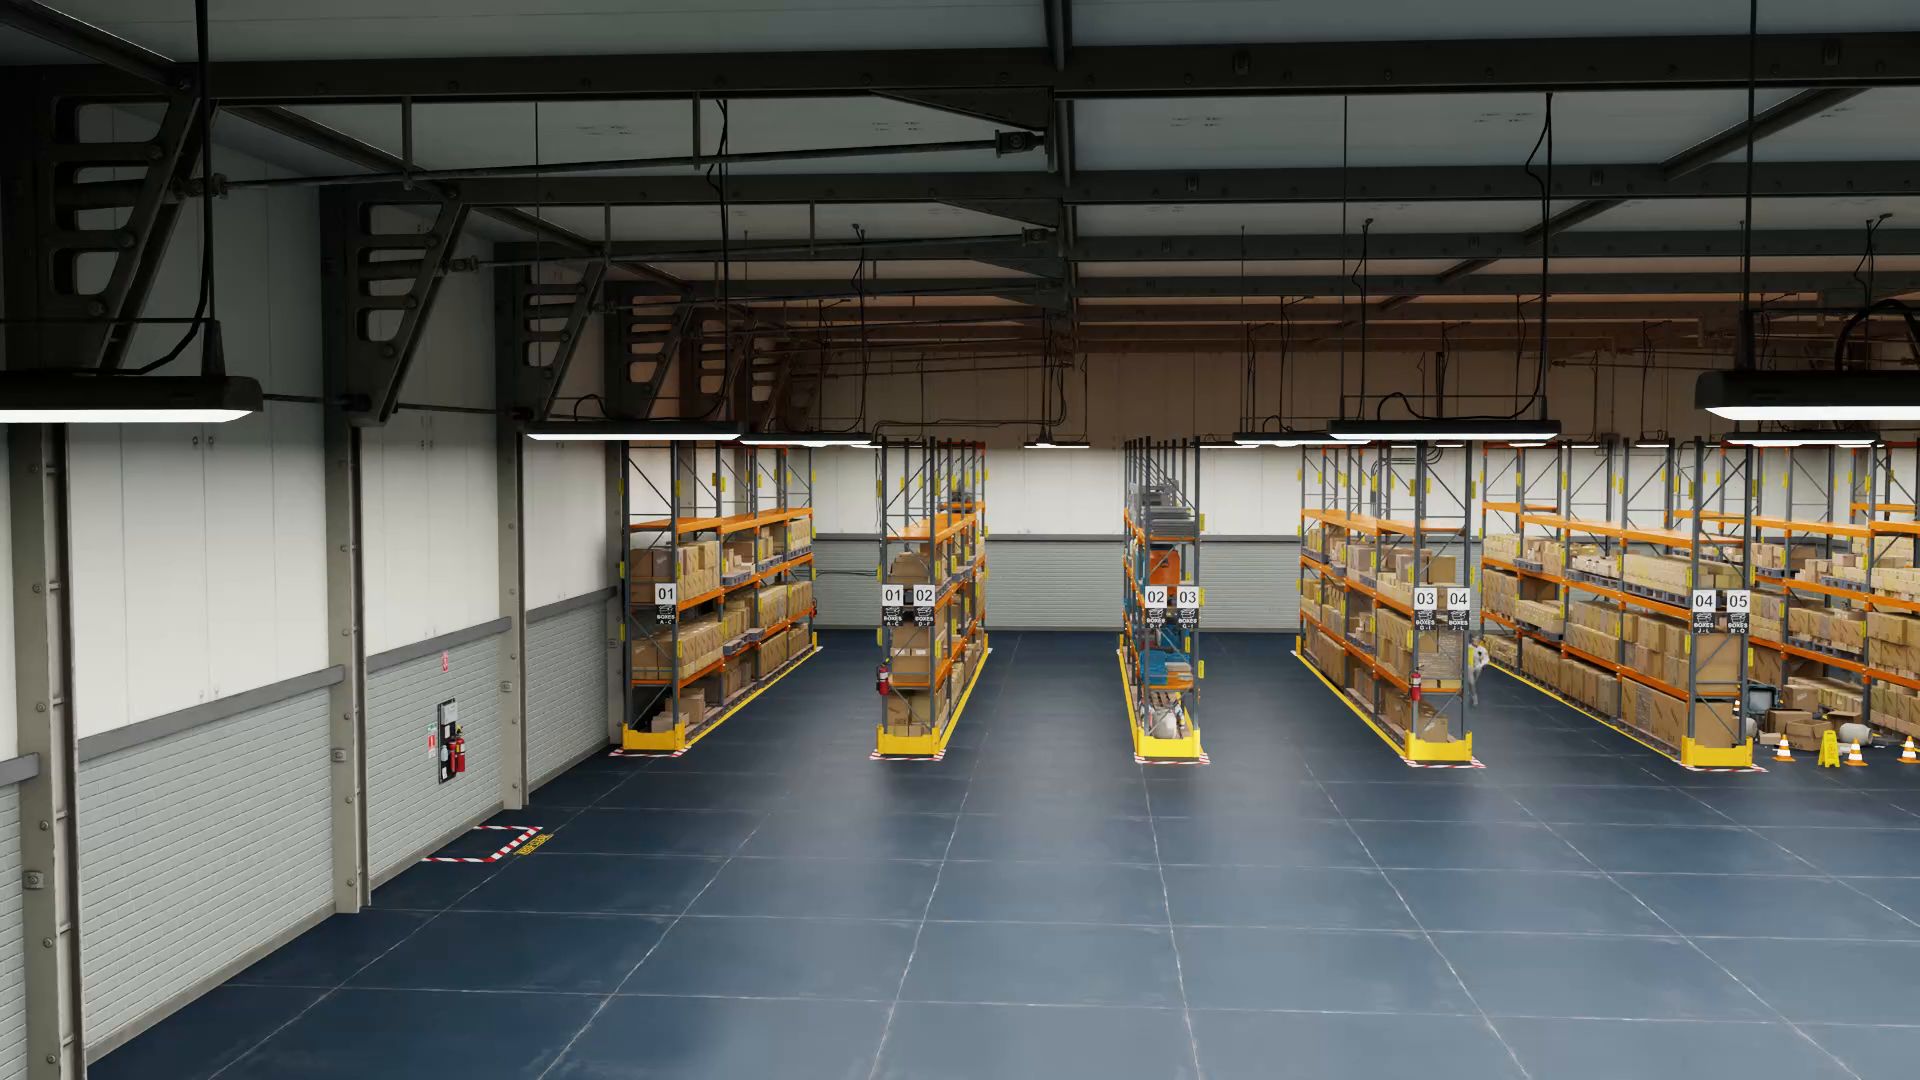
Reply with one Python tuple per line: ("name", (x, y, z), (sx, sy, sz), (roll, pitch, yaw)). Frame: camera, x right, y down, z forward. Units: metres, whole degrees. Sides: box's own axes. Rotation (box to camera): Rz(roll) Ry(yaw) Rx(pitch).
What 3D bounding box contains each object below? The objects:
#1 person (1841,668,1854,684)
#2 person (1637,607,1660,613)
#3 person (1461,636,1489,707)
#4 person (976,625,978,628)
("person", (21.121, 2.874, 39.640), (0.573, 1.474, 0.476), (0, 3, -6))
("person", (19.649, 2.301, 47.404), (0.881, 1.808, 0.692), (1, 3, 12))
("person", (11.613, 2.930, 37.595), (0.619, 1.624, 0.807), (0, 3, 9))
("person", (0.221, 2.333, 48.528), (0.563, 1.604, 0.573), (1, 3, 25))
